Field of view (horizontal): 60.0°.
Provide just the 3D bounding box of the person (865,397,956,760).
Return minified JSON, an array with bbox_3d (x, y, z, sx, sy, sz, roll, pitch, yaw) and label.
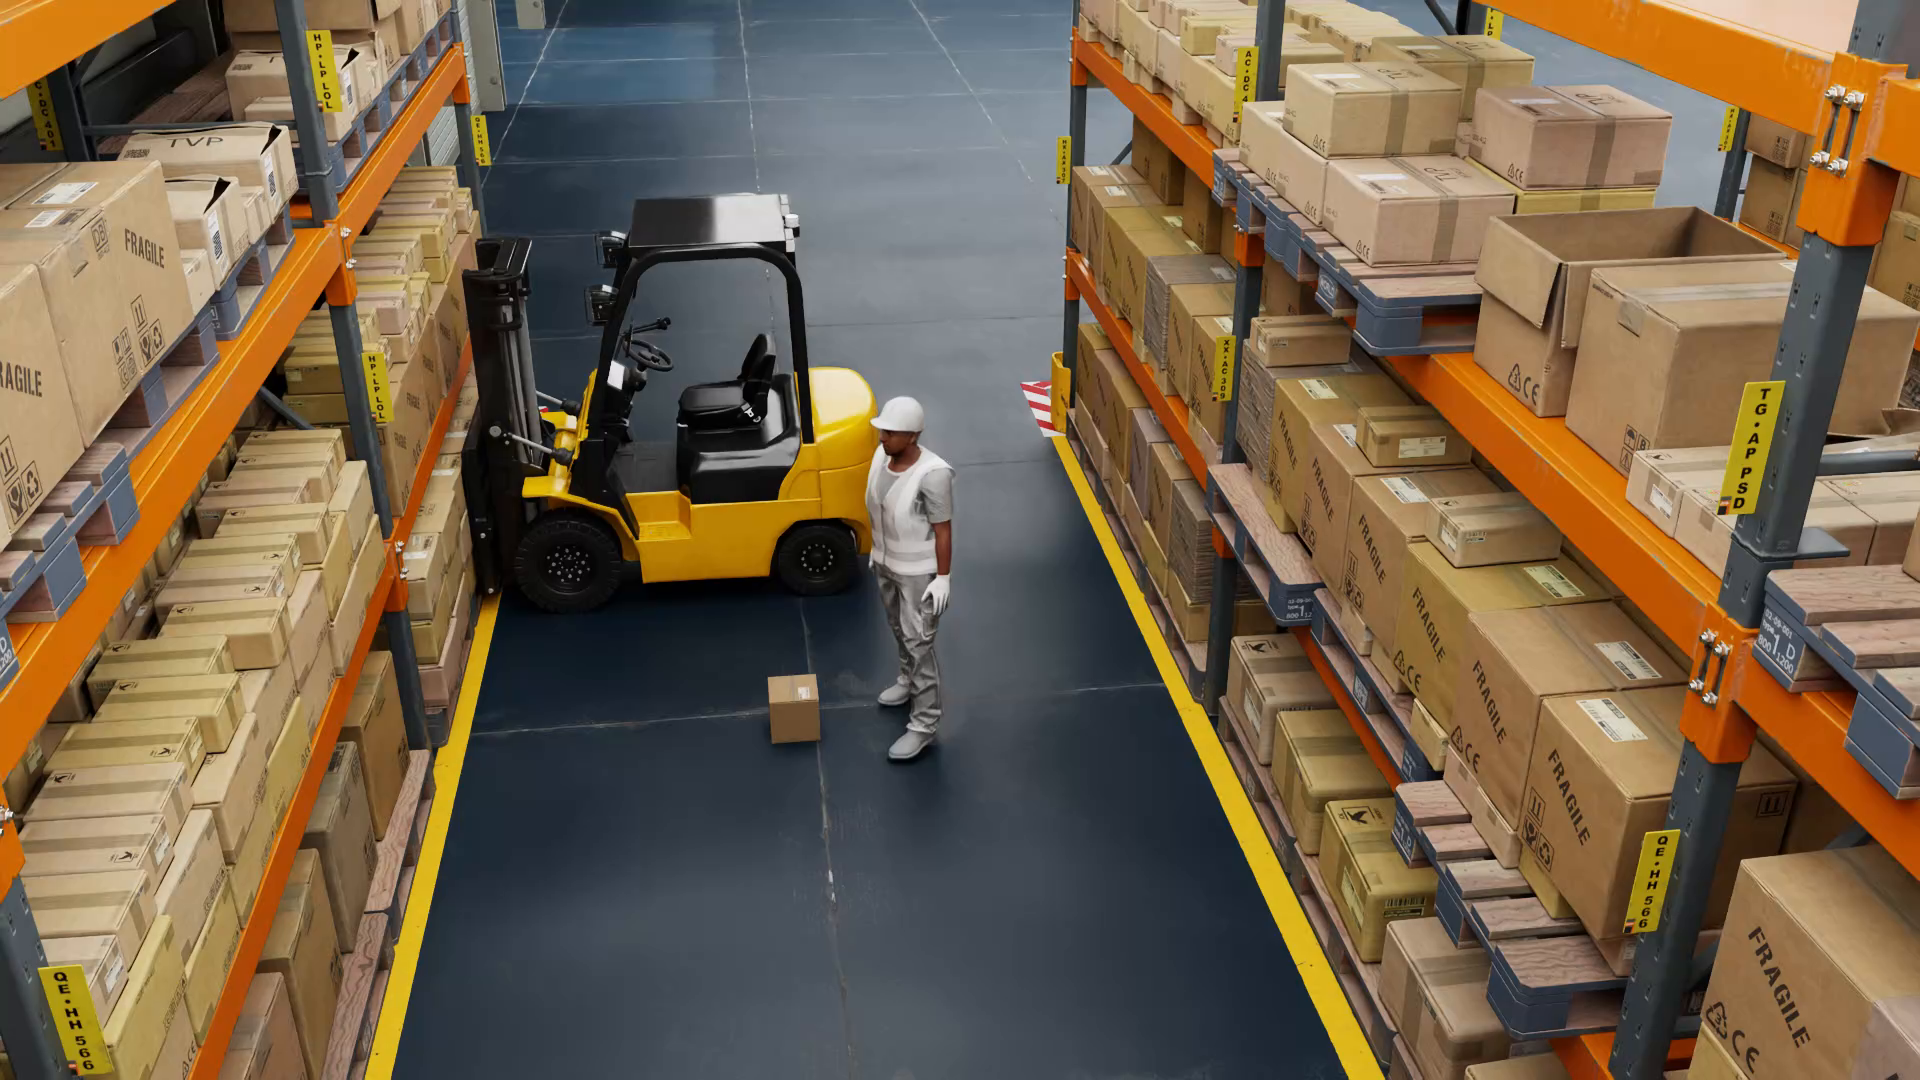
[{"bbox_3d":[-0.301,0.144,8.281,0.579,1.777,0.663,-20,33,-34],"label":"person"}]
